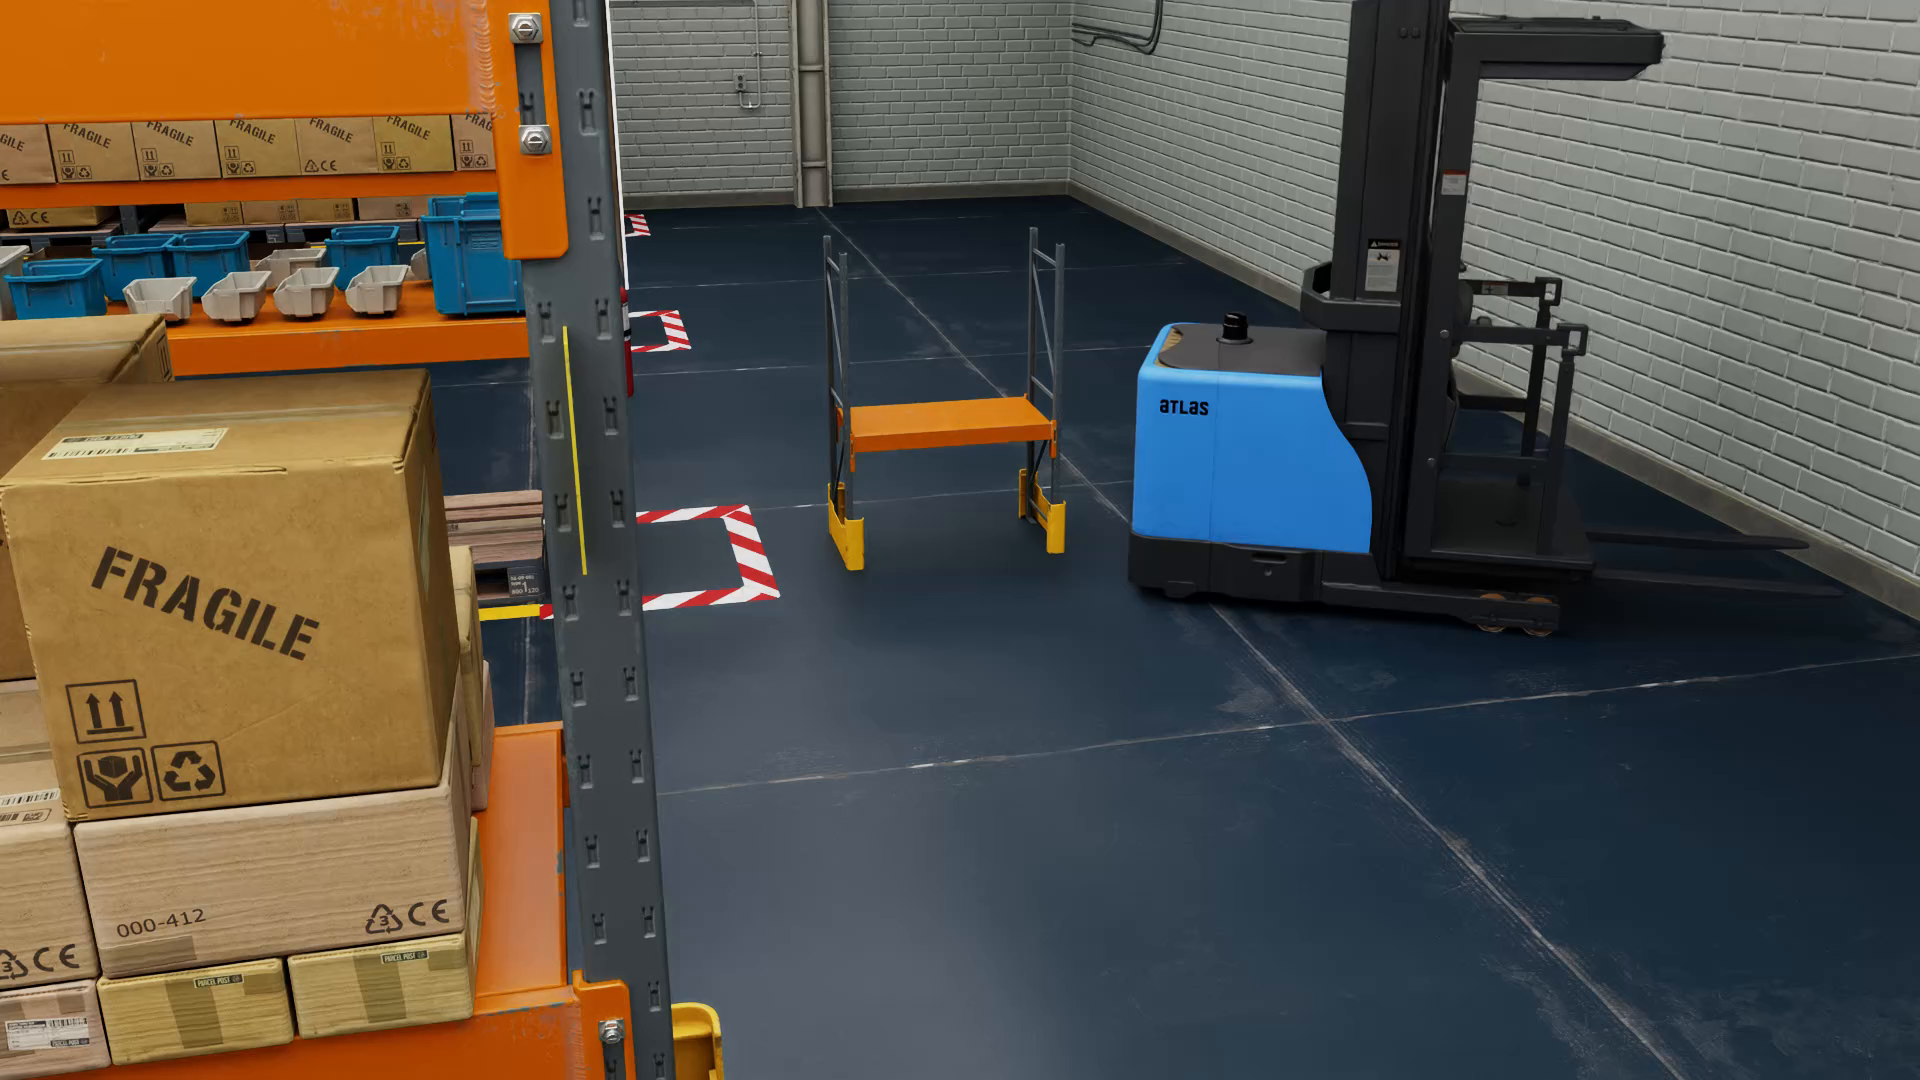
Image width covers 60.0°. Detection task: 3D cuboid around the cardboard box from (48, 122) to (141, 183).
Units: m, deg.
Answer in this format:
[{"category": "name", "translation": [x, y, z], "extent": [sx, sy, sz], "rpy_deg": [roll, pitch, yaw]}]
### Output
[{"category": "cardboard box", "translation": [-5.745, -2.685, 11.138], "extent": [0.500, 0.500, 0.500], "rpy_deg": [-4, 21, -12]}]

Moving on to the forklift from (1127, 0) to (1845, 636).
[{"category": "forklift", "translation": [2.340, -1.161, 7.223], "extent": [3.031, 2.935, 1.130], "rpy_deg": [5, 21, 12]}]

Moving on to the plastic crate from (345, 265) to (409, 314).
[{"category": "plastic crate", "translation": [-2.525, -1.085, 7.211], "extent": [0.243, 0.136, 0.396], "rpy_deg": [-5, 21, -12]}]

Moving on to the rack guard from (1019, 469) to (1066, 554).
[{"category": "rack guard", "translation": [0.410, -0.151, 8.363], "extent": [0.087, 0.250, 0.587], "rpy_deg": [-5, 21, -12]}]

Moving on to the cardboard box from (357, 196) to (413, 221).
[{"category": "cardboard box", "translation": [-5.687, -3.477, 16.468], "extent": [0.500, 0.500, 0.700], "rpy_deg": [-5, 21, -14]}]

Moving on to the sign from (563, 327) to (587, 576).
[{"category": "sign", "translation": [-0.522, -0.120, 2.253], "extent": [0.005, 0.325, 0.100], "rpy_deg": [-5, 21, -12]}]

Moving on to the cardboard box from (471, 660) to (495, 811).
[{"category": "cardboard box", "translation": [-1.054, 0.388, 3.259], "extent": [0.250, 0.149, 0.380], "rpy_deg": [-4, 21, -12]}]

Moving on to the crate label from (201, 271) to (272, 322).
[{"category": "crate label", "translation": [-3.075, -1.036, 7.079], "extent": [0.243, 0.136, 0.396], "rpy_deg": [-5, 21, -12]}]

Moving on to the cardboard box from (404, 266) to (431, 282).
[{"category": "cardboard box", "translation": [-3.990, -1.892, 12.475], "extent": [0.500, 0.250, 0.500], "rpy_deg": [-5, 21, -12]}]

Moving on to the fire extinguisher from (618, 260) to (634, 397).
[{"category": "fire extinguisher", "translation": [-1.521, -0.954, 7.212], "extent": [0.183, 0.674, 0.296], "rpy_deg": [-5, 21, -12]}]

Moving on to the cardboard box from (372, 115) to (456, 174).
[{"category": "cardboard box", "translation": [-3.786, -2.842, 11.566], "extent": [0.500, 0.500, 0.500], "rpy_deg": [-4, 21, -12]}]

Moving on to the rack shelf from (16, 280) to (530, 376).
[{"category": "rack shelf", "translation": [-3.719, -0.809, 7.209], "extent": [4.000, 0.370, 1.077], "rpy_deg": [-5, 21, -12]}]

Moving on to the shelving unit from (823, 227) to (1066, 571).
[{"category": "shelving unit", "translation": [-0.074, -0.698, 8.040], "extent": [1.083, 1.500, 0.587], "rpy_deg": [-5, 21, -12]}]

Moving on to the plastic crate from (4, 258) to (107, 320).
[{"category": "plastic crate", "translation": [-3.712, -1.007, 6.858], "extent": [0.300, 0.233, 0.416], "rpy_deg": [-5, 21, -12]}]

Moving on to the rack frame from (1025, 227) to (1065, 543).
[{"category": "rack frame", "translation": [0.412, -0.738, 8.148], "extent": [0.032, 1.500, 0.500], "rpy_deg": [-5, 21, -12]}]

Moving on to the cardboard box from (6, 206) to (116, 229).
[{"category": "cardboard box", "translation": [-8.548, -3.398, 15.744], "extent": [0.750, 0.750, 0.750], "rpy_deg": [-4, 21, -12]}]

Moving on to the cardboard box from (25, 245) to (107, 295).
[{"category": "cardboard box", "translation": [-6.312, -1.820, 11.917], "extent": [0.500, 0.500, 0.500], "rpy_deg": [-5, 21, -12]}]

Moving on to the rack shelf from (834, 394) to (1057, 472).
[{"category": "rack shelf", "translation": [-0.083, -0.529, 8.100], "extent": [1.000, 0.185, 0.538], "rpy_deg": [-5, 21, -12]}]

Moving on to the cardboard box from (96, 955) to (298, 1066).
[{"category": "cardboard box", "translation": [-1.156, 0.630, 2.599], "extent": [0.250, 0.149, 0.380], "rpy_deg": [-4, 21, -12]}]

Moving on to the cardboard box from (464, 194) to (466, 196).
[{"category": "cardboard box", "translation": [-4.711, -3.556, 16.685], "extent": [0.500, 0.500, 0.700], "rpy_deg": [-5, 21, -12]}]

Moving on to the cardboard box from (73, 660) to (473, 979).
[{"category": "cardboard box", "translation": [-1.044, 0.410, 2.619], "extent": [0.500, 0.250, 0.500], "rpy_deg": [-5, 21, -13]}]

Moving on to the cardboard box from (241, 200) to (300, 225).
[{"category": "cardboard box", "translation": [-6.704, -3.392, 16.237], "extent": [0.500, 0.500, 0.700], "rpy_deg": [-5, 21, -13]}]

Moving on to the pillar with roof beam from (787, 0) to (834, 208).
[{"category": "pillar with roof beam", "translation": [-0.633, -6.501, 12.978], "extent": [0.400, 9.000, 9.100], "rpy_deg": [-5, 21, -12]}]

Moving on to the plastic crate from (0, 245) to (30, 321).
[{"category": "plastic crate", "translation": [-4.137, -1.021, 6.825], "extent": [0.530, 0.282, 0.437], "rpy_deg": [-5, 21, -12]}]

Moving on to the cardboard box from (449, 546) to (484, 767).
[{"category": "cardboard box", "translation": [-1.162, 0.231, 3.109], "extent": [0.500, 0.250, 0.500], "rpy_deg": [-5, 21, -14]}]

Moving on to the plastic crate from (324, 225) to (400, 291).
[{"category": "plastic crate", "translation": [-2.729, -1.294, 7.641], "extent": [0.300, 0.233, 0.416], "rpy_deg": [-5, 21, -12]}]

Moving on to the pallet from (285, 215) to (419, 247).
[{"category": "pallet", "translation": [-5.998, -3.127, 16.545], "extent": [1.213, 0.211, 1.003], "rpy_deg": [-5, 21, -12]}]

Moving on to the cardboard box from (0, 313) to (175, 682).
[{"category": "cardboard box", "translation": [-1.649, -0.082, 2.872], "extent": [0.500, 0.500, 0.500], "rpy_deg": [-5, 21, -14]}]

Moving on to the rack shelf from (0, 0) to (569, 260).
[{"category": "rack shelf", "translation": [-2.579, -0.560, 2.167], "extent": [4.000, 0.370, 1.077], "rpy_deg": [-5, 21, -12]}]

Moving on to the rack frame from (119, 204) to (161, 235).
[{"category": "rack frame", "translation": [-7.945, -4.305, 15.706], "extent": [0.127, 3.000, 1.000], "rpy_deg": [-5, 21, -12]}]

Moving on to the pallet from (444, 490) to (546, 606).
[{"category": "pallet", "translation": [-2.584, 0.056, 7.854], "extent": [1.213, 0.211, 1.003], "rpy_deg": [-5, 21, -12]}]

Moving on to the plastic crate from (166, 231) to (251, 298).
[{"category": "plastic crate", "translation": [-3.370, -1.241, 7.499], "extent": [0.300, 0.233, 0.416], "rpy_deg": [-5, 21, -12]}]

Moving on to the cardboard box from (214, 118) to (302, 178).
[{"category": "cardboard box", "translation": [-4.763, -2.764, 11.355], "extent": [0.500, 0.500, 0.500], "rpy_deg": [-5, 21, -13]}]

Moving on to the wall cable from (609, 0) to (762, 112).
[{"category": "wall cable", "translation": [-3.024, -5.517, 17.537], "extent": [1.851, 1.984, 0.084], "rpy_deg": [-5, 21, -12]}]
